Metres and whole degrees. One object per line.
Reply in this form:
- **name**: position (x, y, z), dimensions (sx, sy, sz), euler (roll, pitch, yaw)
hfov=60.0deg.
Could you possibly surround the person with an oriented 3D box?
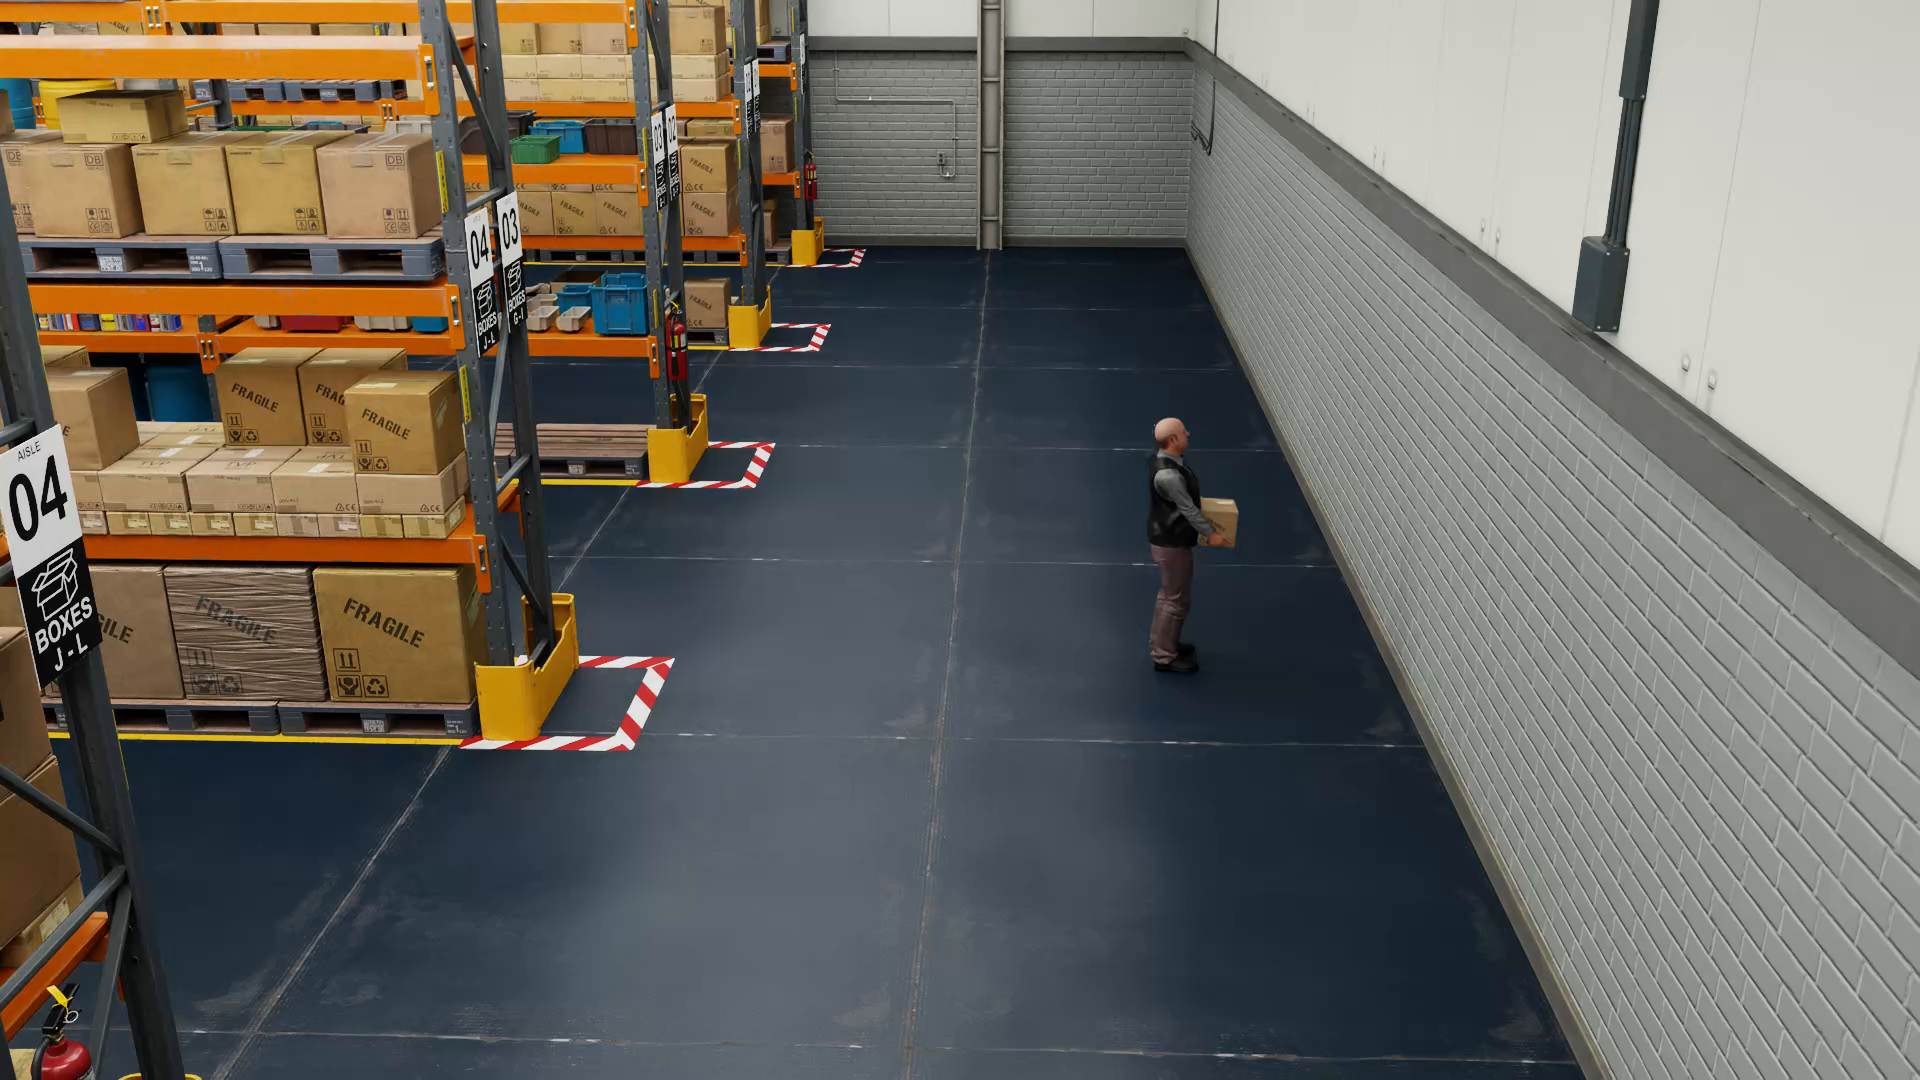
- **person**: position (1.511, 0.021, 11.061), dimensions (0.550, 1.719, 0.499), euler (1, 21, 2)
